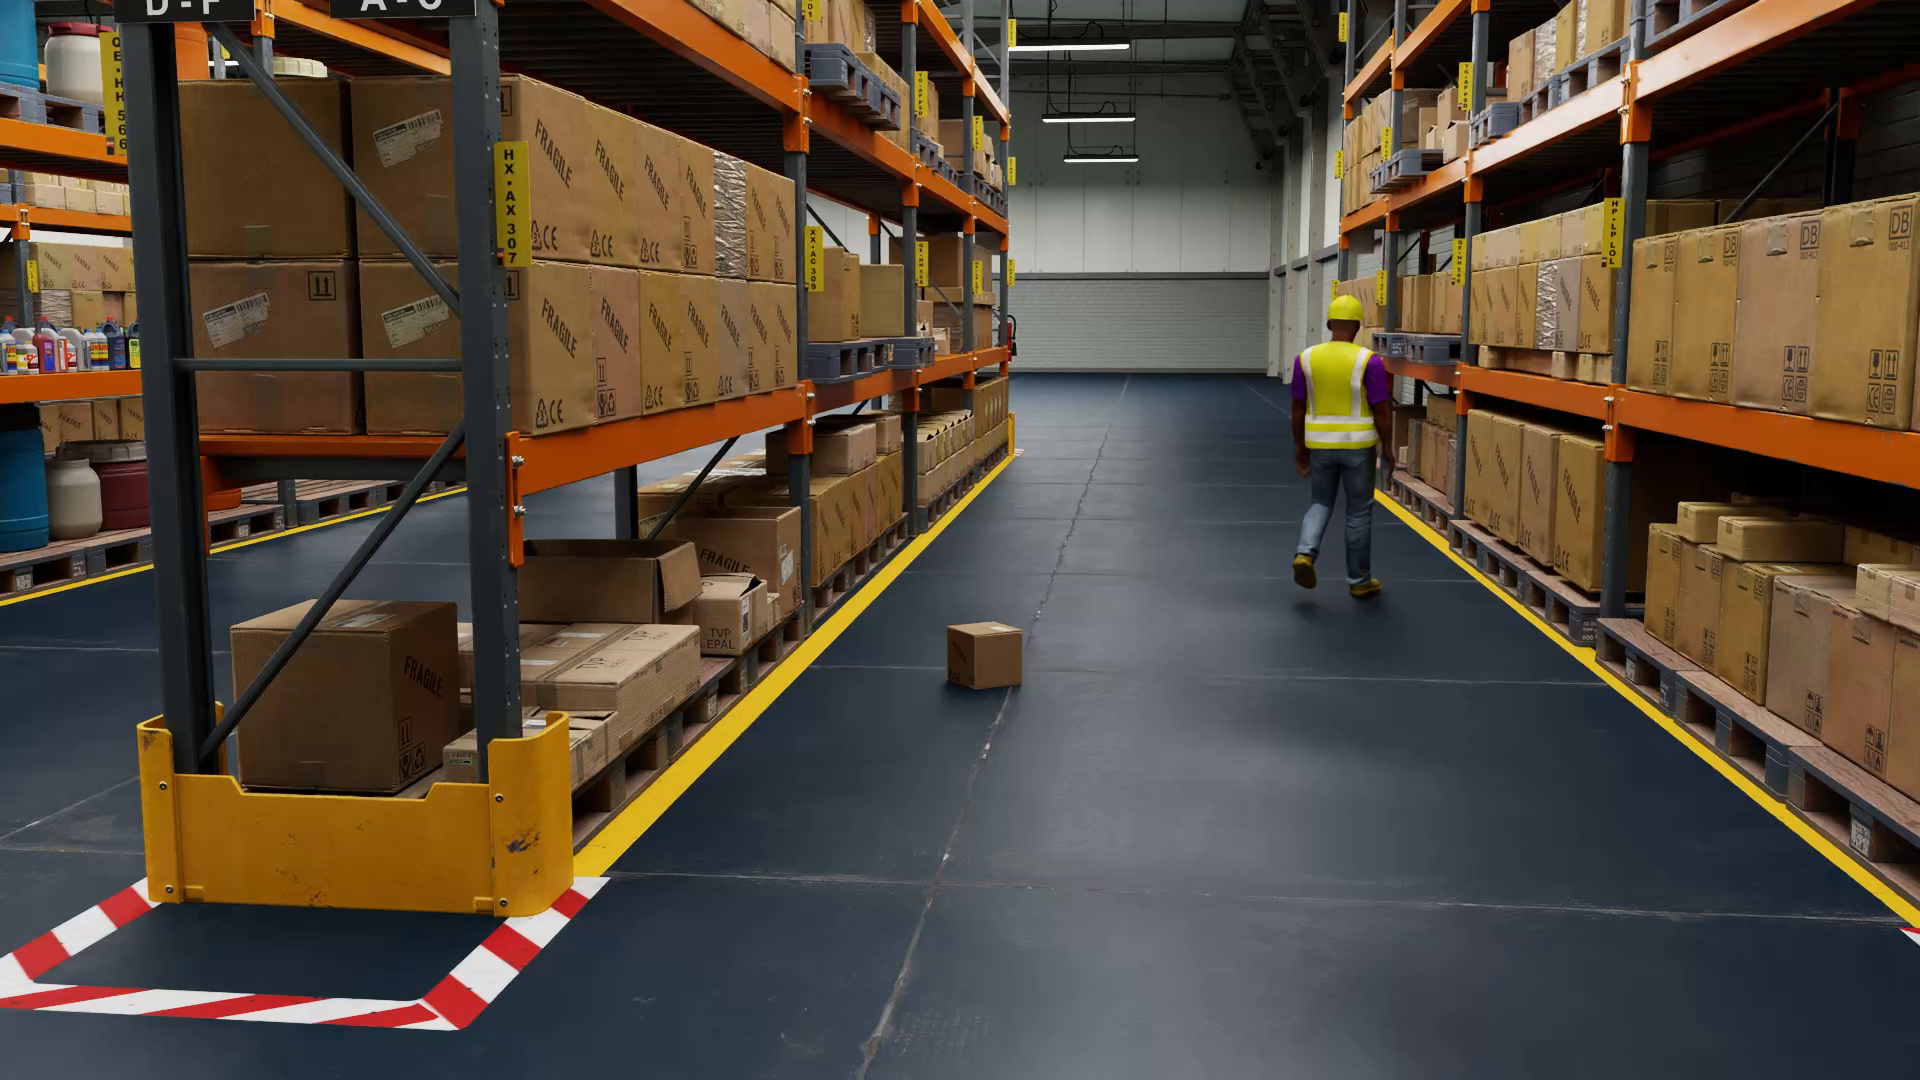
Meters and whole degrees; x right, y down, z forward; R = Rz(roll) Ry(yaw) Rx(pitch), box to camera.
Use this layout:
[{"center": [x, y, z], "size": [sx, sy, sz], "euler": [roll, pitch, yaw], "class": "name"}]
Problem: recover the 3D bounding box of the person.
[{"center": [2.243, -0.542, 9.715], "size": [0.587, 1.757, 0.682], "euler": [5, 9, 33], "class": "person"}]
